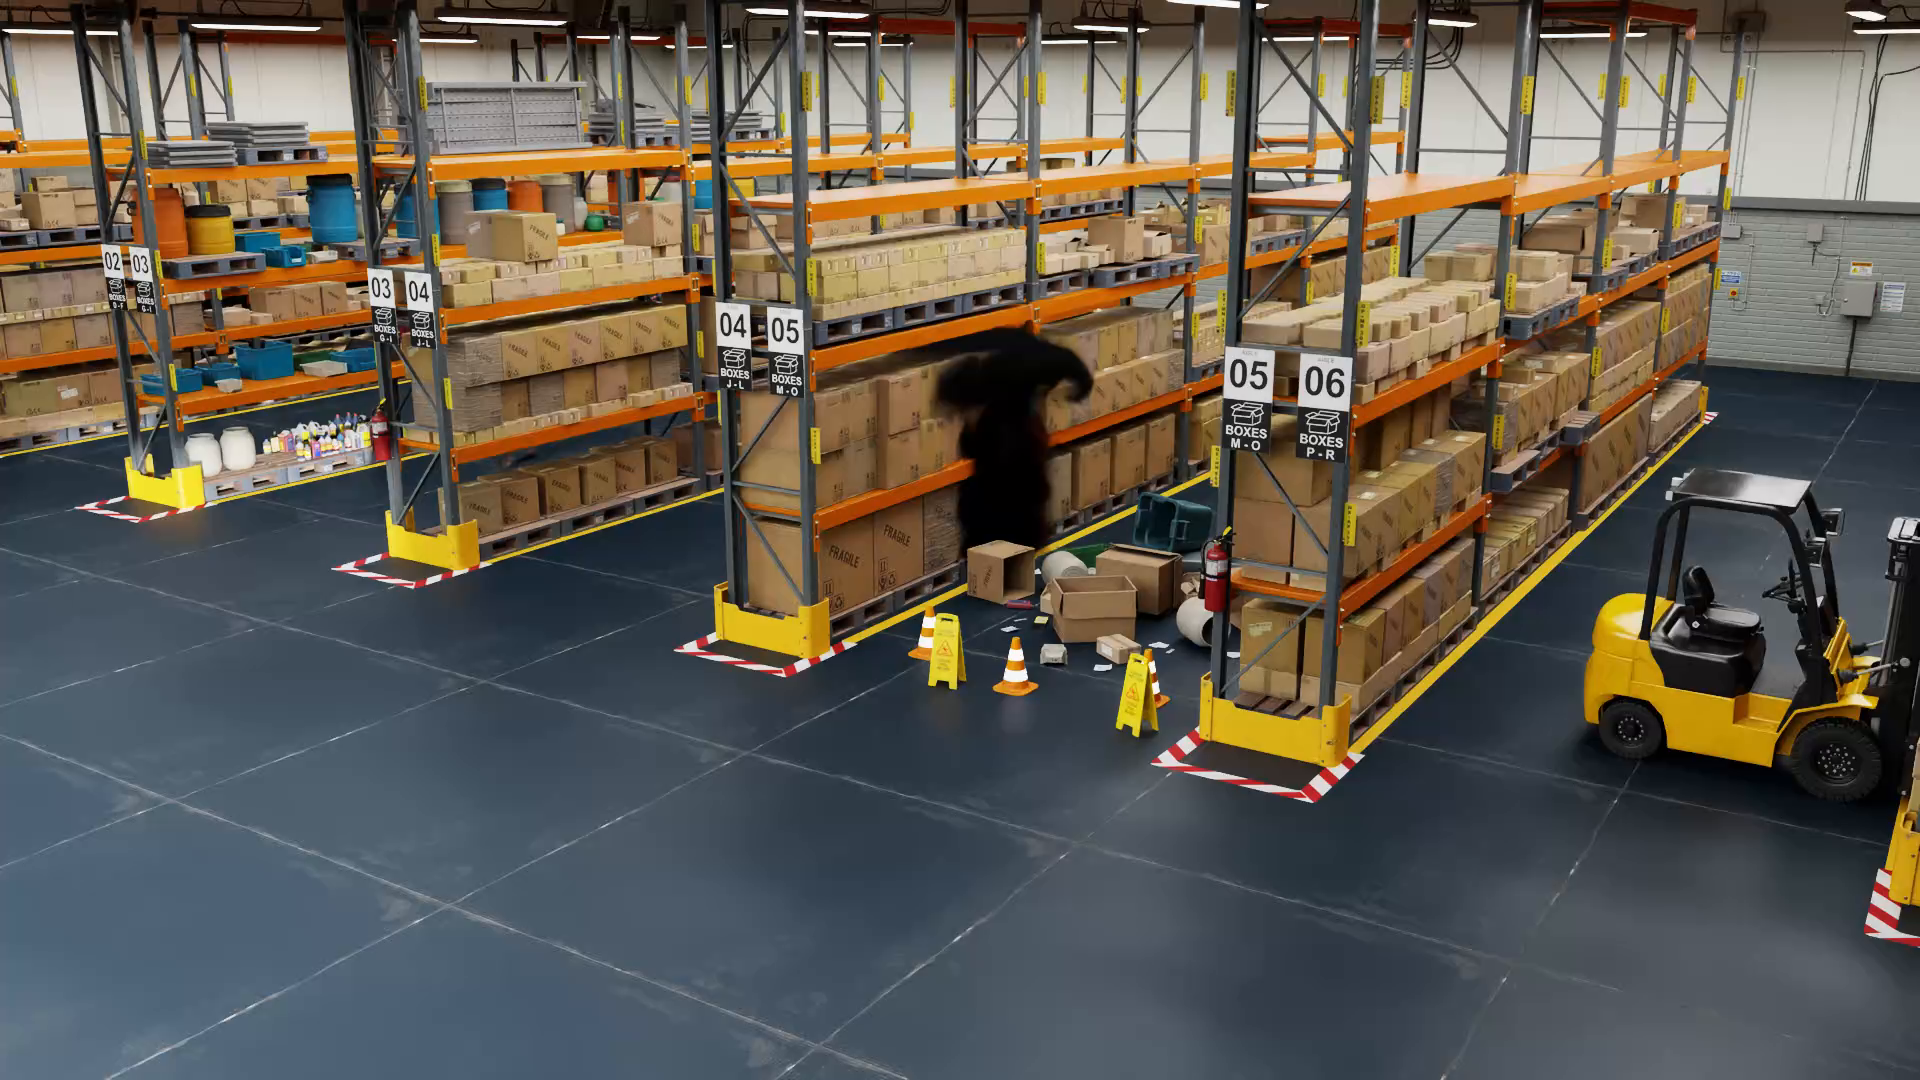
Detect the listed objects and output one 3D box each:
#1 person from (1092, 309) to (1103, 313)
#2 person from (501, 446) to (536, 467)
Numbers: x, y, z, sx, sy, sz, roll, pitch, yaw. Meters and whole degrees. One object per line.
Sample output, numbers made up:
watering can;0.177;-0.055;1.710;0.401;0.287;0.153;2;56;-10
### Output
person;2.121;-2.640;25.404;0.658;1.784;0.796;10;18;31
person;-6.196;-1.810;22.946;0.623;1.605;0.963;4;16;15
